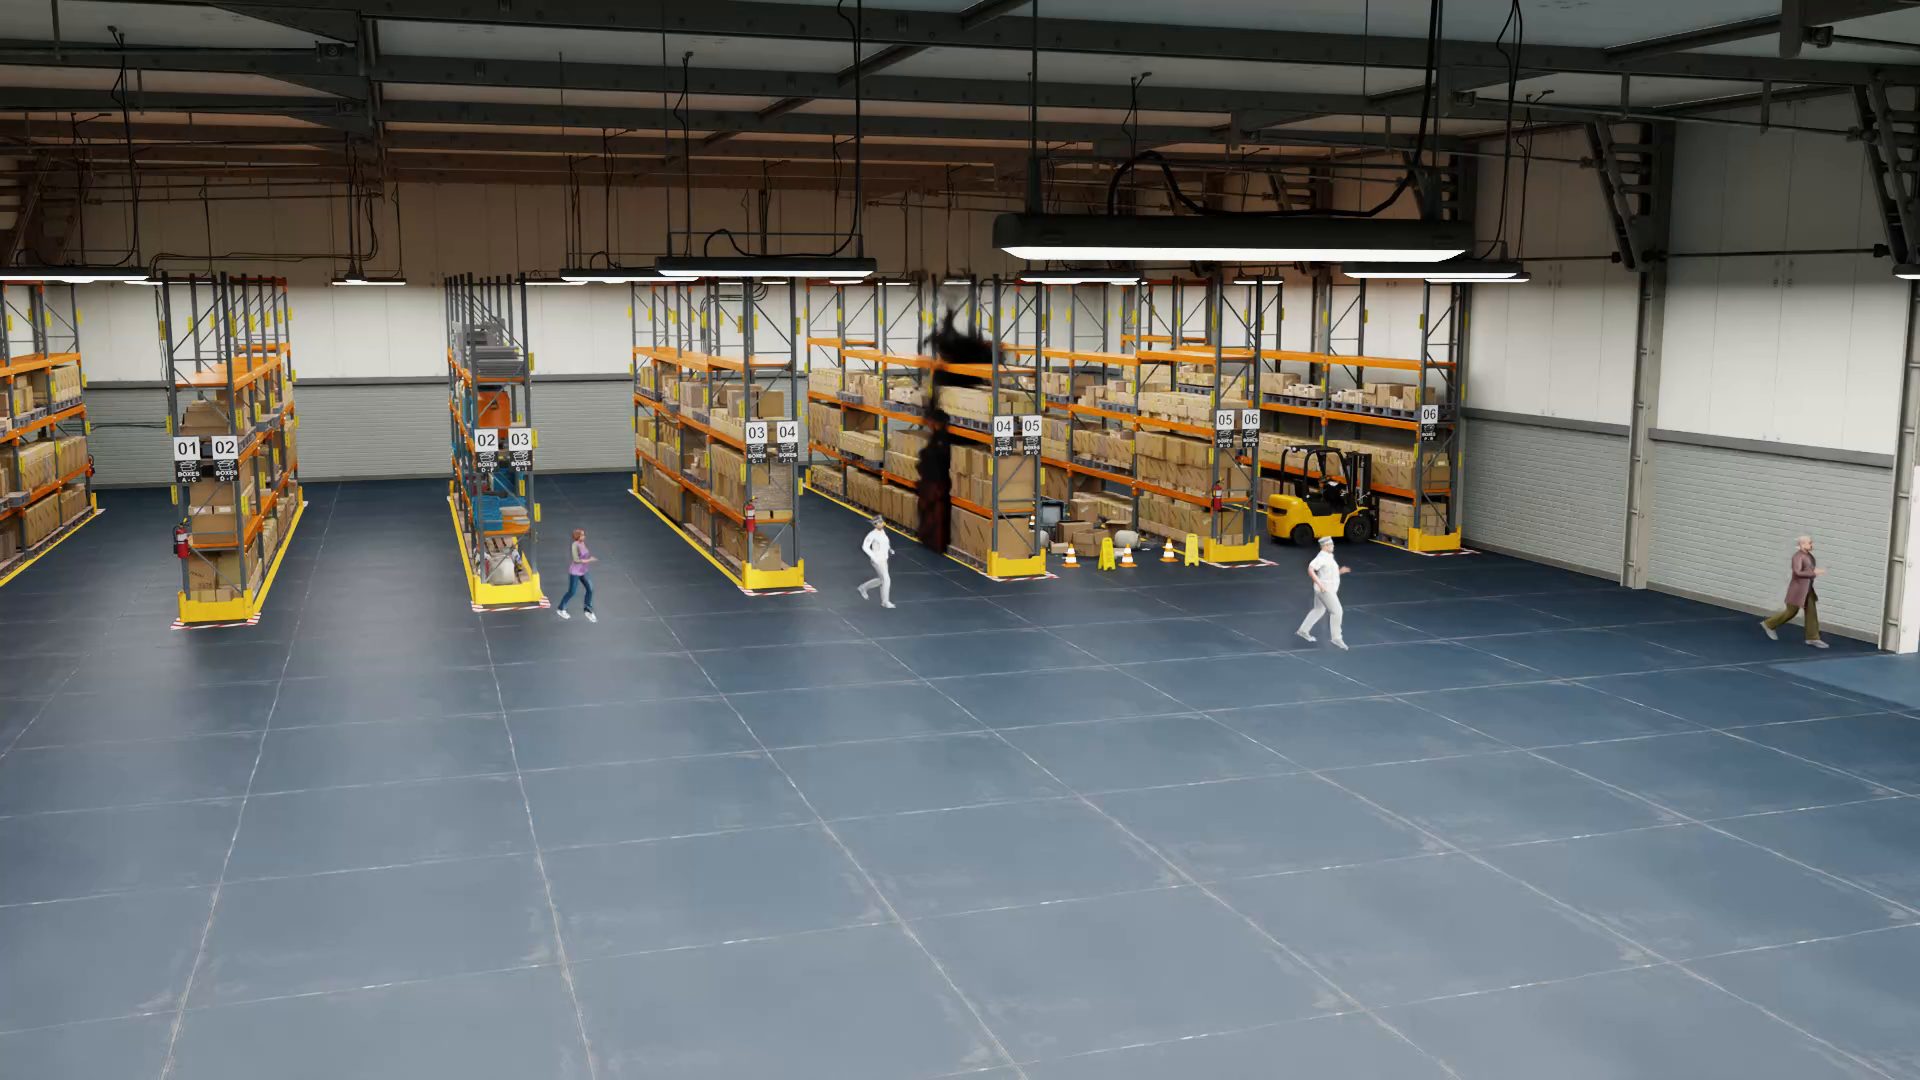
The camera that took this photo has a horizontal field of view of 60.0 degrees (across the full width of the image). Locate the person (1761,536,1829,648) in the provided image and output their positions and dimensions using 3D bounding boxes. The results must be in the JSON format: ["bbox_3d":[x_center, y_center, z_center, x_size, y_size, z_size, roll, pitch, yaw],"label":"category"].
[{"bbox_3d":[13.466,0.798,26.700,0.703,1.764,1.059,-7,11,-40],"label":"person"}]

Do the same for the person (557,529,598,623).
[{"bbox_3d":[-6.602,0.610,28.707,0.805,1.643,0.507,3,9,17],"label":"person"}]

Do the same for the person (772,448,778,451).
[{"bbox_3d":[-5.027,-2.077,45.986,0.712,1.817,0.909,-1,9,-8],"label":"person"}]

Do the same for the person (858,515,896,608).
[{"bbox_3d":[-1.509,0.372,30.132,0.756,1.696,0.611,4,9,24],"label":"person"}]

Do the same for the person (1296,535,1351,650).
[{"bbox_3d":[5.858,0.830,26.699,0.819,1.839,0.635,2,9,11],"label":"person"}]
